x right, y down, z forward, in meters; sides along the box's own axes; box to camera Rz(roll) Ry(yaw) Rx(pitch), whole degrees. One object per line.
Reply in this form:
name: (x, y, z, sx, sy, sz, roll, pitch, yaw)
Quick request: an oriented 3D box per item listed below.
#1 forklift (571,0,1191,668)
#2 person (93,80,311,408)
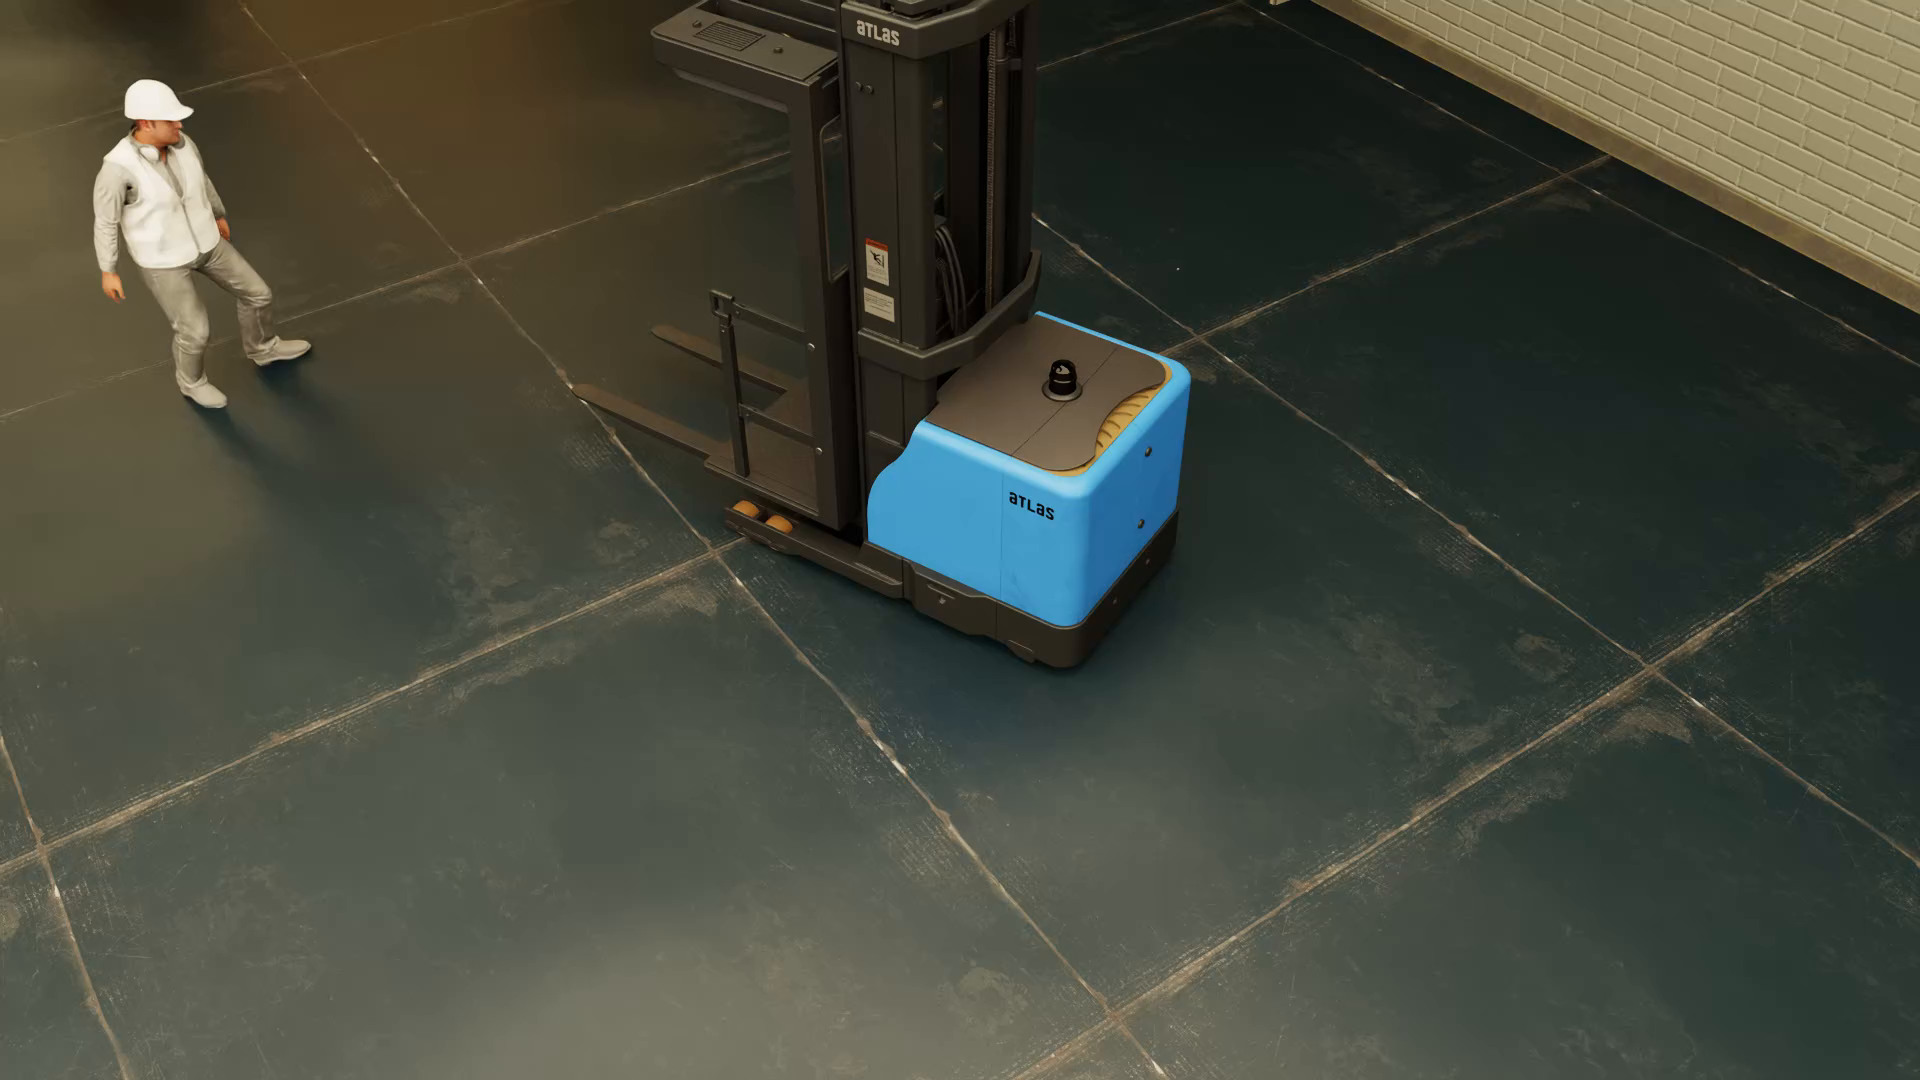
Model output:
forklift: (-0.511, -1.302, 7.129, 3.031, 2.935, 1.130, 24, 48, 24)
person: (-3.808, -1.445, 8.181, 0.467, 1.743, 0.861, 21, 47, 21)
